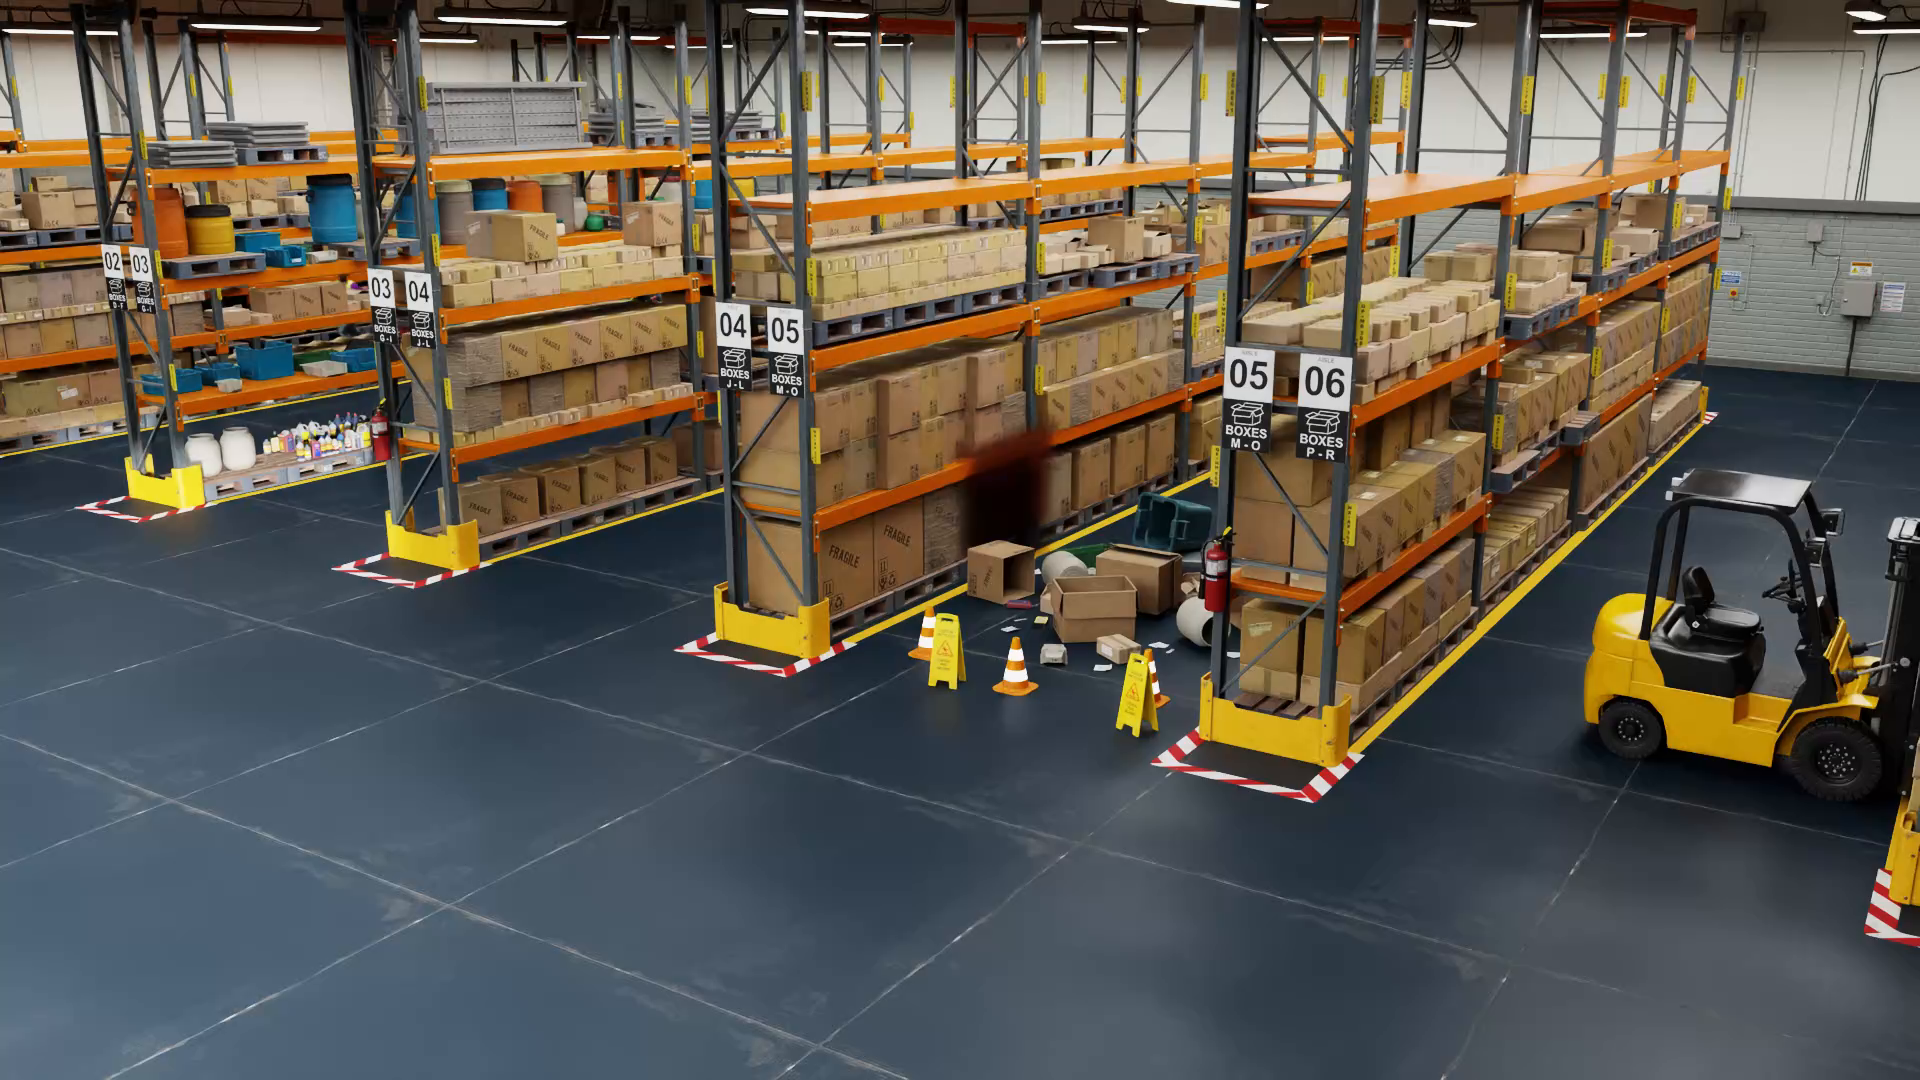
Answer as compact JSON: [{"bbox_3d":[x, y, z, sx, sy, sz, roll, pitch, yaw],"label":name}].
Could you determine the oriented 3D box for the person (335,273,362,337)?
[{"bbox_3d":[-11.746,-4.353,31.657,0.531,1.711,1.093,9,18,28],"label":"person"}]
